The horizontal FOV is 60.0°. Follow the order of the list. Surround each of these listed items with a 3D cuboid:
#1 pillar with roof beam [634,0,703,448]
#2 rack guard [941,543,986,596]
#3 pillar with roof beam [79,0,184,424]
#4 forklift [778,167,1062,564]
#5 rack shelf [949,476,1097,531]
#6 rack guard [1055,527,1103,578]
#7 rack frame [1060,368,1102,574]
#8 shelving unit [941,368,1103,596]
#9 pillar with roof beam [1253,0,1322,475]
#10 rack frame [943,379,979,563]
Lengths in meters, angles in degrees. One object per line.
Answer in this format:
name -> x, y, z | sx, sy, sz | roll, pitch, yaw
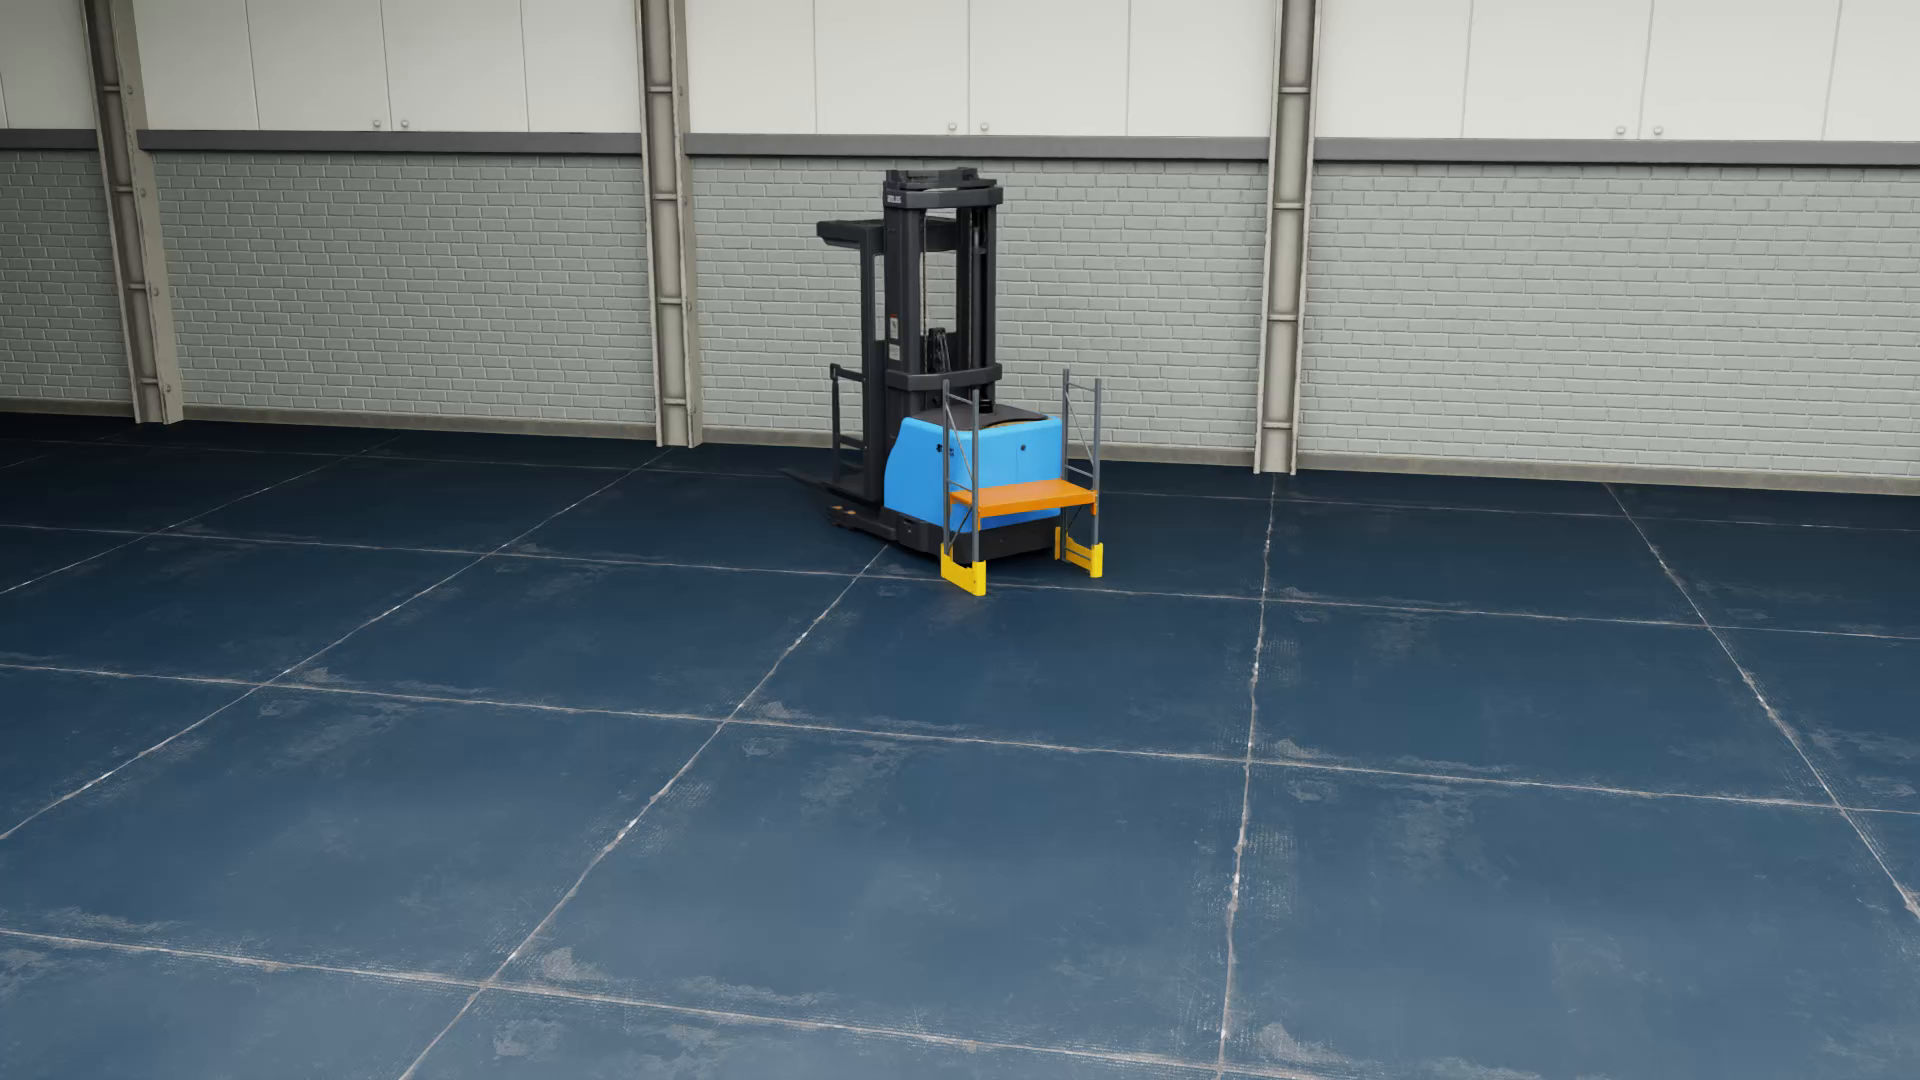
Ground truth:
pillar with roof beam -> -3.727, -4.195, 11.779 | 0.400, 9.000, 9.100 | 3, 16, 11
rack guard -> 0.021, 0.212, 12.258 | 0.087, 0.250, 0.587 | -8, 17, -27
pillar with roof beam -> -9.607, -4.514, 12.931 | 0.400, 9.000, 9.100 | 3, 16, 11
forklift -> -0.467, -1.560, 13.632 | 1.130, 2.935, 3.031 | -11, 19, -35
rack shelf -> 0.454, -0.277, 12.358 | 1.000, 0.185, 0.538 | -8, 17, -27
rack guard -> 0.904, 0.089, 12.703 | 0.087, 0.250, 0.587 | -8, 17, -27
rack frame -> 0.905, -0.514, 12.537 | 0.032, 1.500, 0.500 | -8, 17, -27
shelving unit -> 0.463, -0.452, 12.314 | 1.083, 1.500, 0.587 | -8, 17, -27
pillar with roof beam -> 2.153, -3.876, 10.627 | 0.400, 9.000, 9.100 | 3, 16, 11
rack frame -> 0.004, -0.388, 12.083 | 0.032, 1.500, 0.500 | -8, 17, -27
